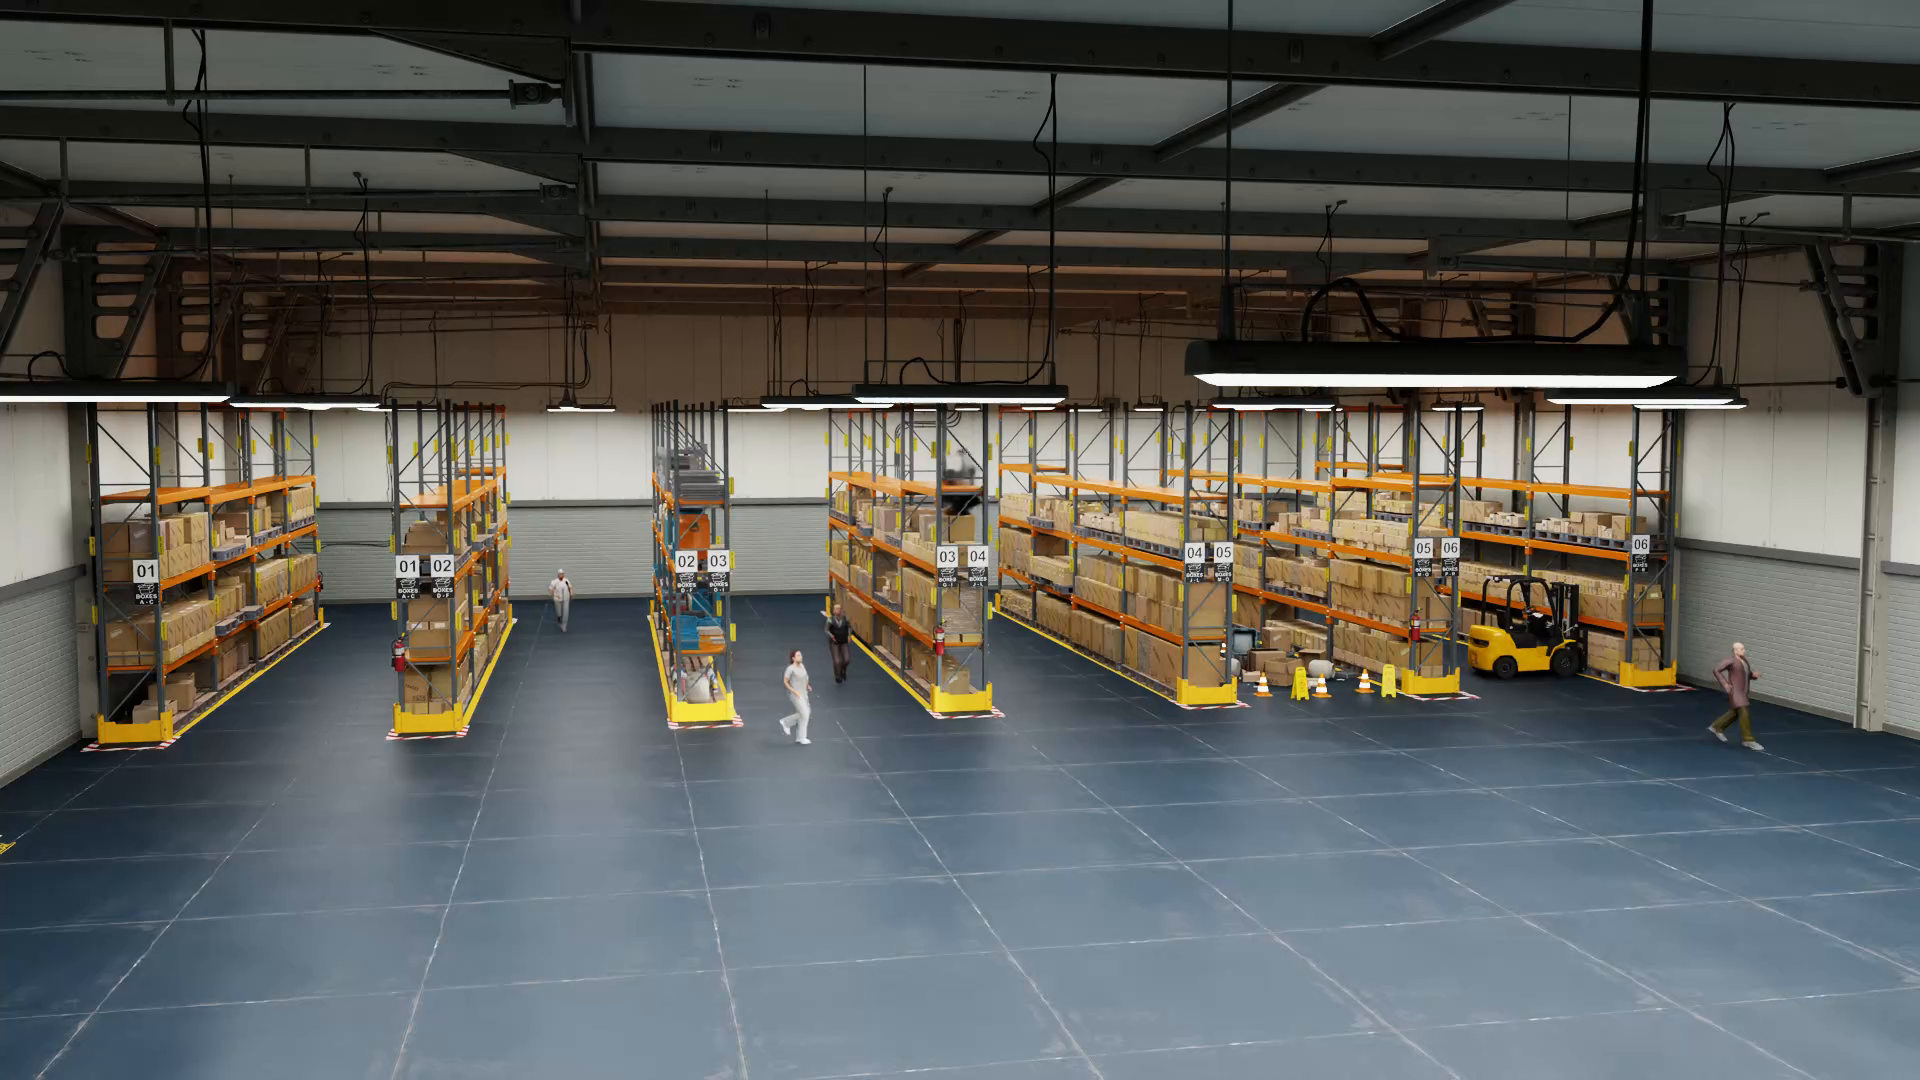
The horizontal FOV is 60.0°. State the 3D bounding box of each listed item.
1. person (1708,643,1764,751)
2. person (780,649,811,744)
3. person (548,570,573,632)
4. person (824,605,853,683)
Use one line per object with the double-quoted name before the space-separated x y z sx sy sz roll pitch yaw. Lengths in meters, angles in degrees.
"person" 13.361 2.651 28.577 0.695 1.780 1.046 -3 6 -38
"person" -2.882 2.728 29.080 0.627 1.637 0.564 2 5 28
"person" -10.578 1.616 44.076 0.645 1.653 0.646 -2 5 -27
"person" -2.560 2.212 35.343 0.635 1.676 0.564 -1 4 -13
